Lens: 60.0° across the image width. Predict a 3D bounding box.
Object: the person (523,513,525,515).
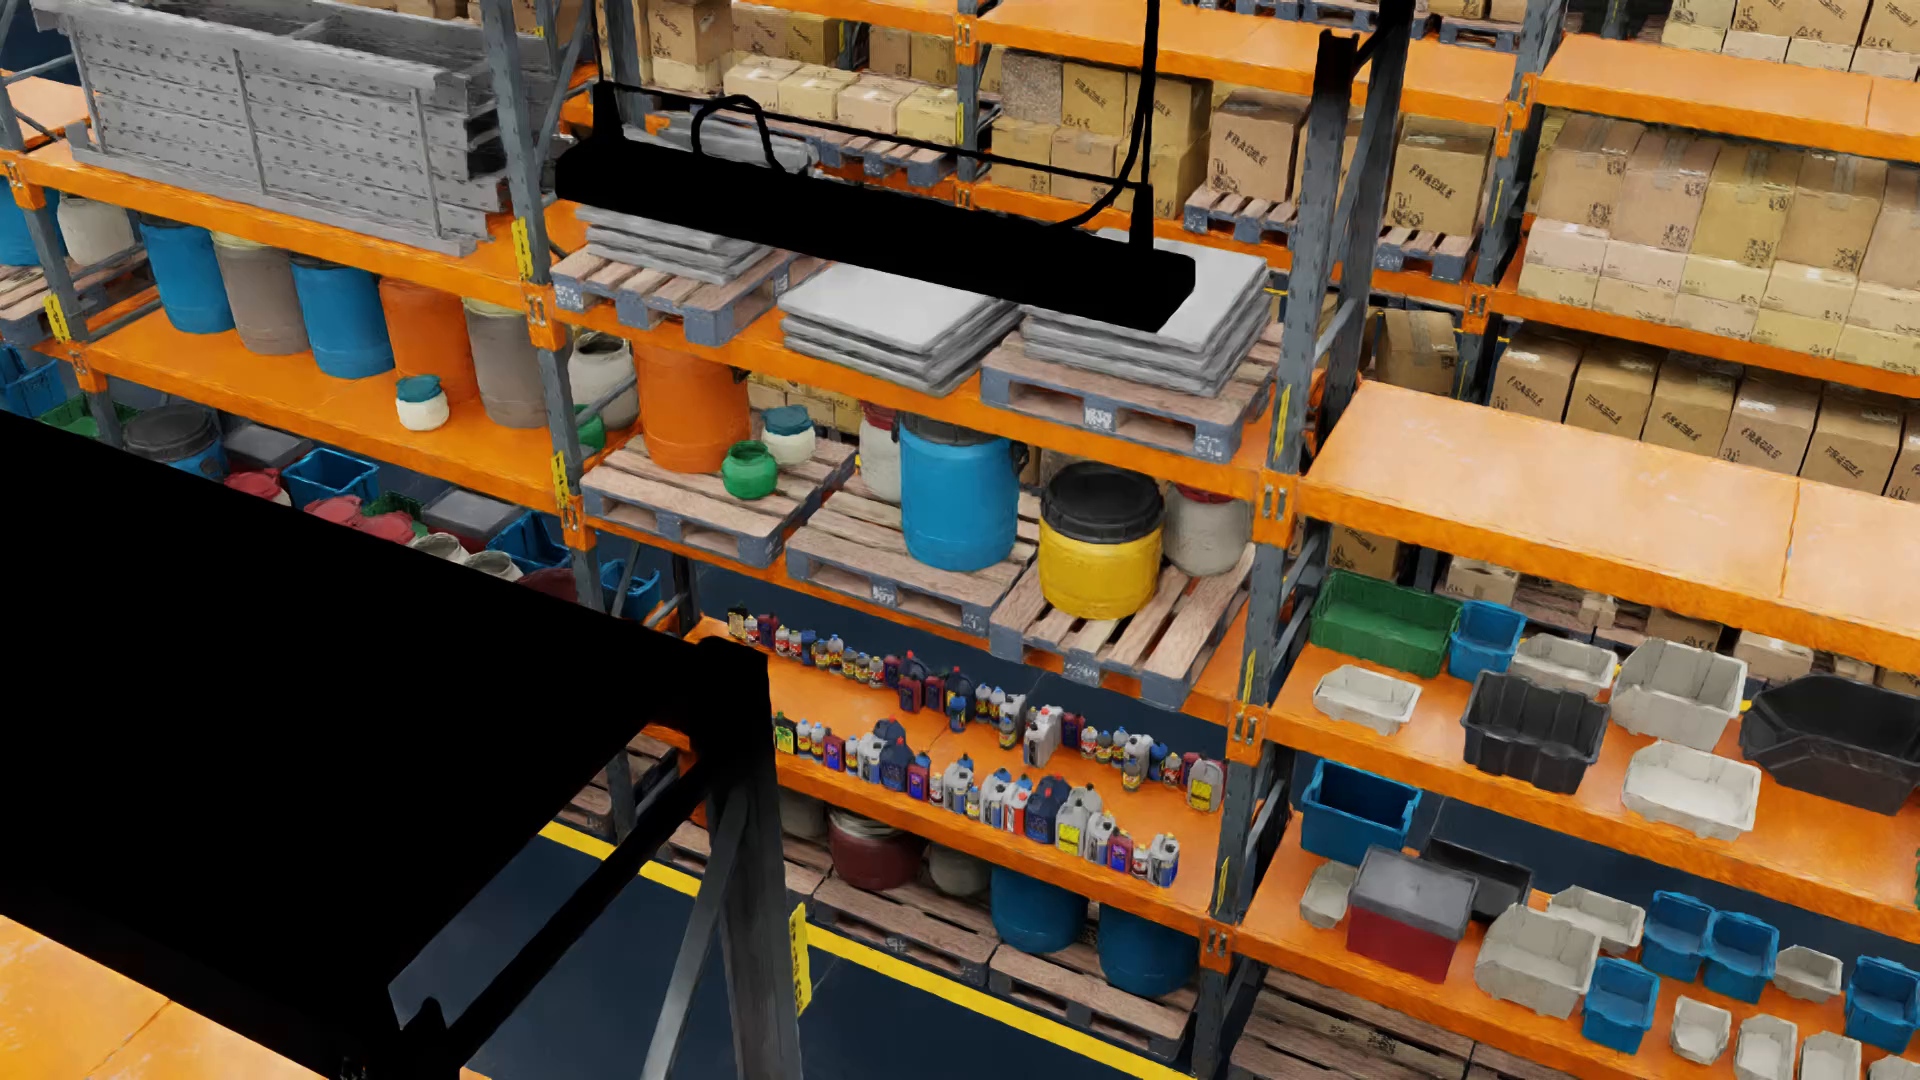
[{"bbox_3d":[-2.998,0.503,11.797,0.458,1.538,0.874,-26,43,-32],"label":"person"}]
